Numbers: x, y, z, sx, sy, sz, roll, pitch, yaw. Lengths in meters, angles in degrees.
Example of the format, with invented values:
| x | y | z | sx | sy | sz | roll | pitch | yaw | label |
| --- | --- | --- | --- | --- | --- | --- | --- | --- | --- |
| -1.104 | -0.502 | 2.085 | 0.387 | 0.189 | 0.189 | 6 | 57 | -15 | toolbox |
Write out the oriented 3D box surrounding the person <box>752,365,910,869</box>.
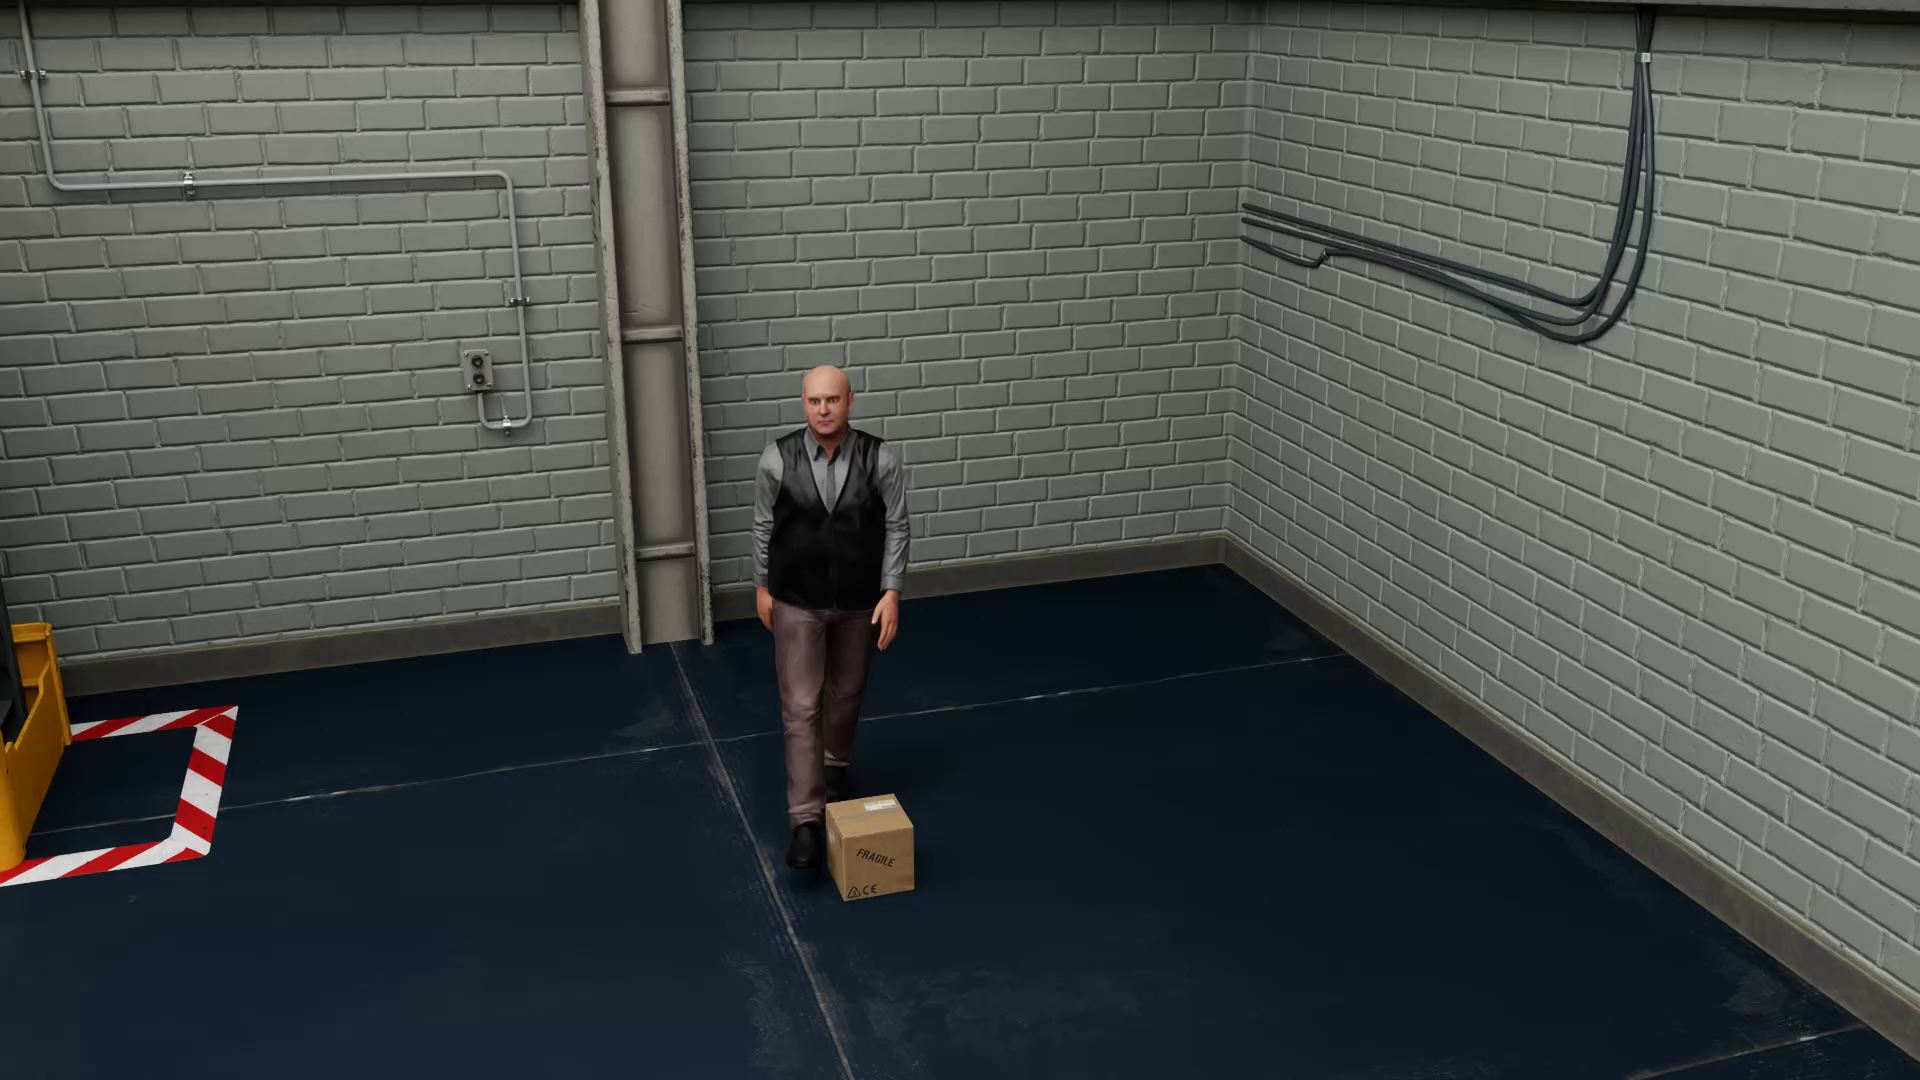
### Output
| x | y | z | sx | sy | sz | roll | pitch | yaw | label |
| --- | --- | --- | --- | --- | --- | --- | --- | --- | --- |
| -0.429 | 0.250 | 5.835 | 0.549 | 1.690 | 0.920 | -4 | 19 | -11 | person |
